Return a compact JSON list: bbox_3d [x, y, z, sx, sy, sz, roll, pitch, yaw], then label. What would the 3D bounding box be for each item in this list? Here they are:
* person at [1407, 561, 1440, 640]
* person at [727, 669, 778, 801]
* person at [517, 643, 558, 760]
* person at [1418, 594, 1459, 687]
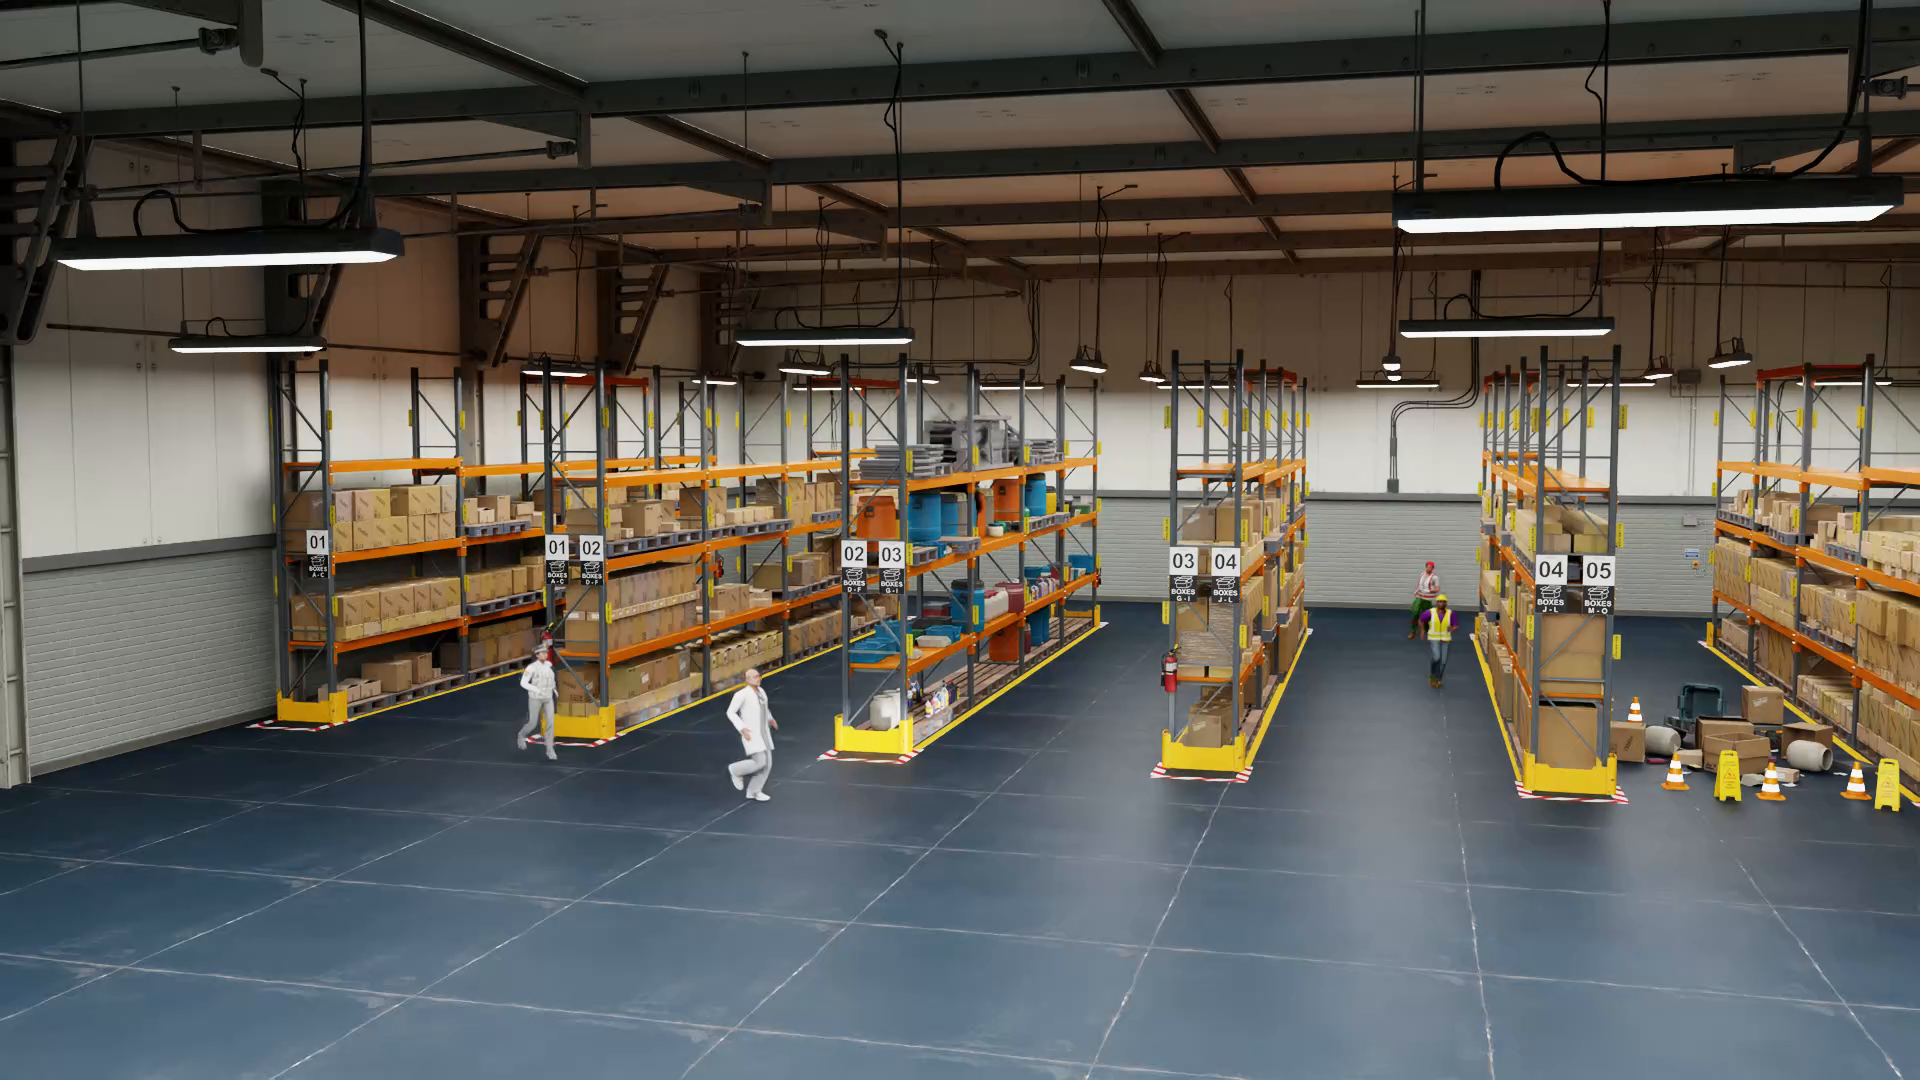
[{"bbox_3d":[10.623,1.368,38.004,0.694,1.775,0.903,3,5,40],"label":"person"},{"bbox_3d":[-2.730,2.605,21.949,0.638,1.651,0.709,3,5,34],"label":"person"},{"bbox_3d":[-6.232,2.377,24.760,0.951,1.684,0.655,4,6,44],"label":"person"},{"bbox_3d":[8.960,1.886,31.053,0.692,1.741,0.660,0,4,3],"label":"person"}]
